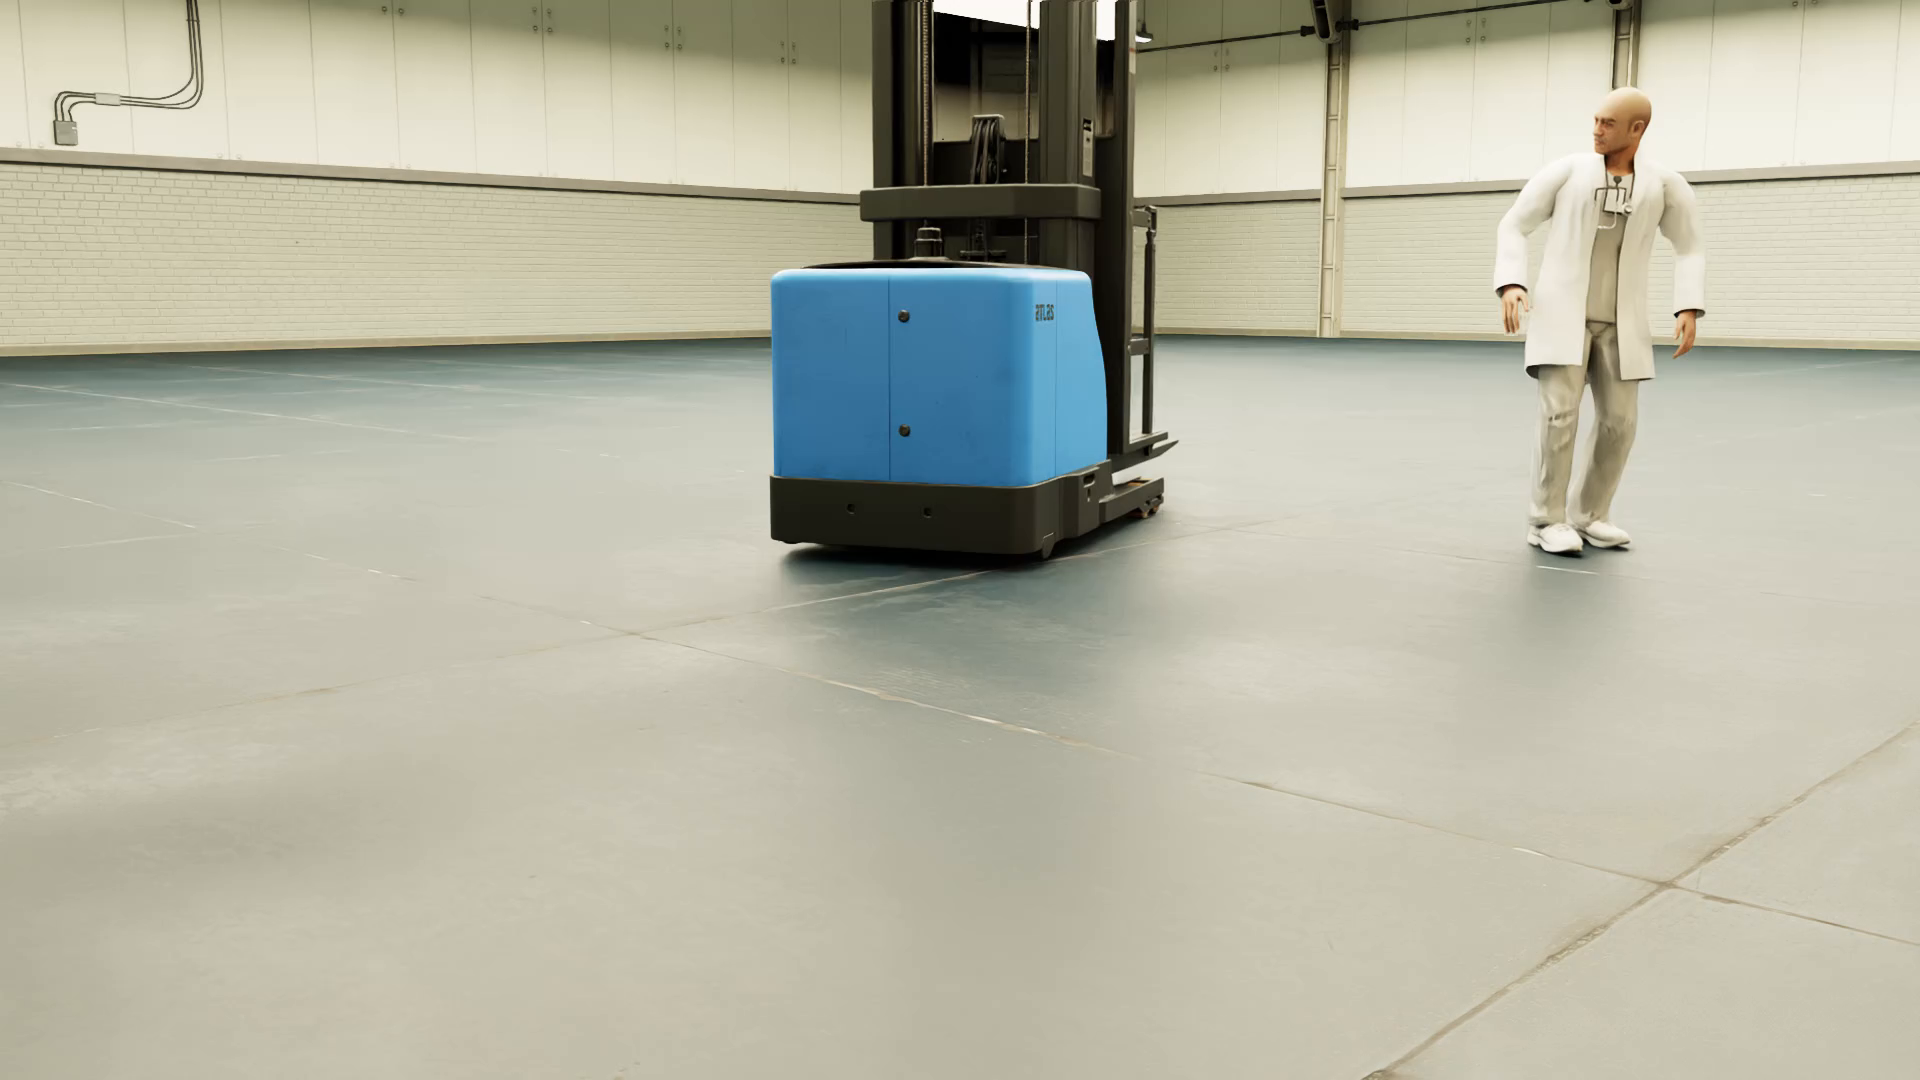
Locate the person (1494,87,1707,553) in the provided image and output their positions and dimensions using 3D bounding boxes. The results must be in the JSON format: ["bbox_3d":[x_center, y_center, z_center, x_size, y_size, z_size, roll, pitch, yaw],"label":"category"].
[{"bbox_3d":[2.480,-0.836,6.397,0.799,1.755,0.557,0,9,2],"label":"person"}]

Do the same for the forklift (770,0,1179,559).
[{"bbox_3d":[0.285,-1.560,7.235,1.130,2.935,3.031,3,9,21],"label":"forklift"}]
